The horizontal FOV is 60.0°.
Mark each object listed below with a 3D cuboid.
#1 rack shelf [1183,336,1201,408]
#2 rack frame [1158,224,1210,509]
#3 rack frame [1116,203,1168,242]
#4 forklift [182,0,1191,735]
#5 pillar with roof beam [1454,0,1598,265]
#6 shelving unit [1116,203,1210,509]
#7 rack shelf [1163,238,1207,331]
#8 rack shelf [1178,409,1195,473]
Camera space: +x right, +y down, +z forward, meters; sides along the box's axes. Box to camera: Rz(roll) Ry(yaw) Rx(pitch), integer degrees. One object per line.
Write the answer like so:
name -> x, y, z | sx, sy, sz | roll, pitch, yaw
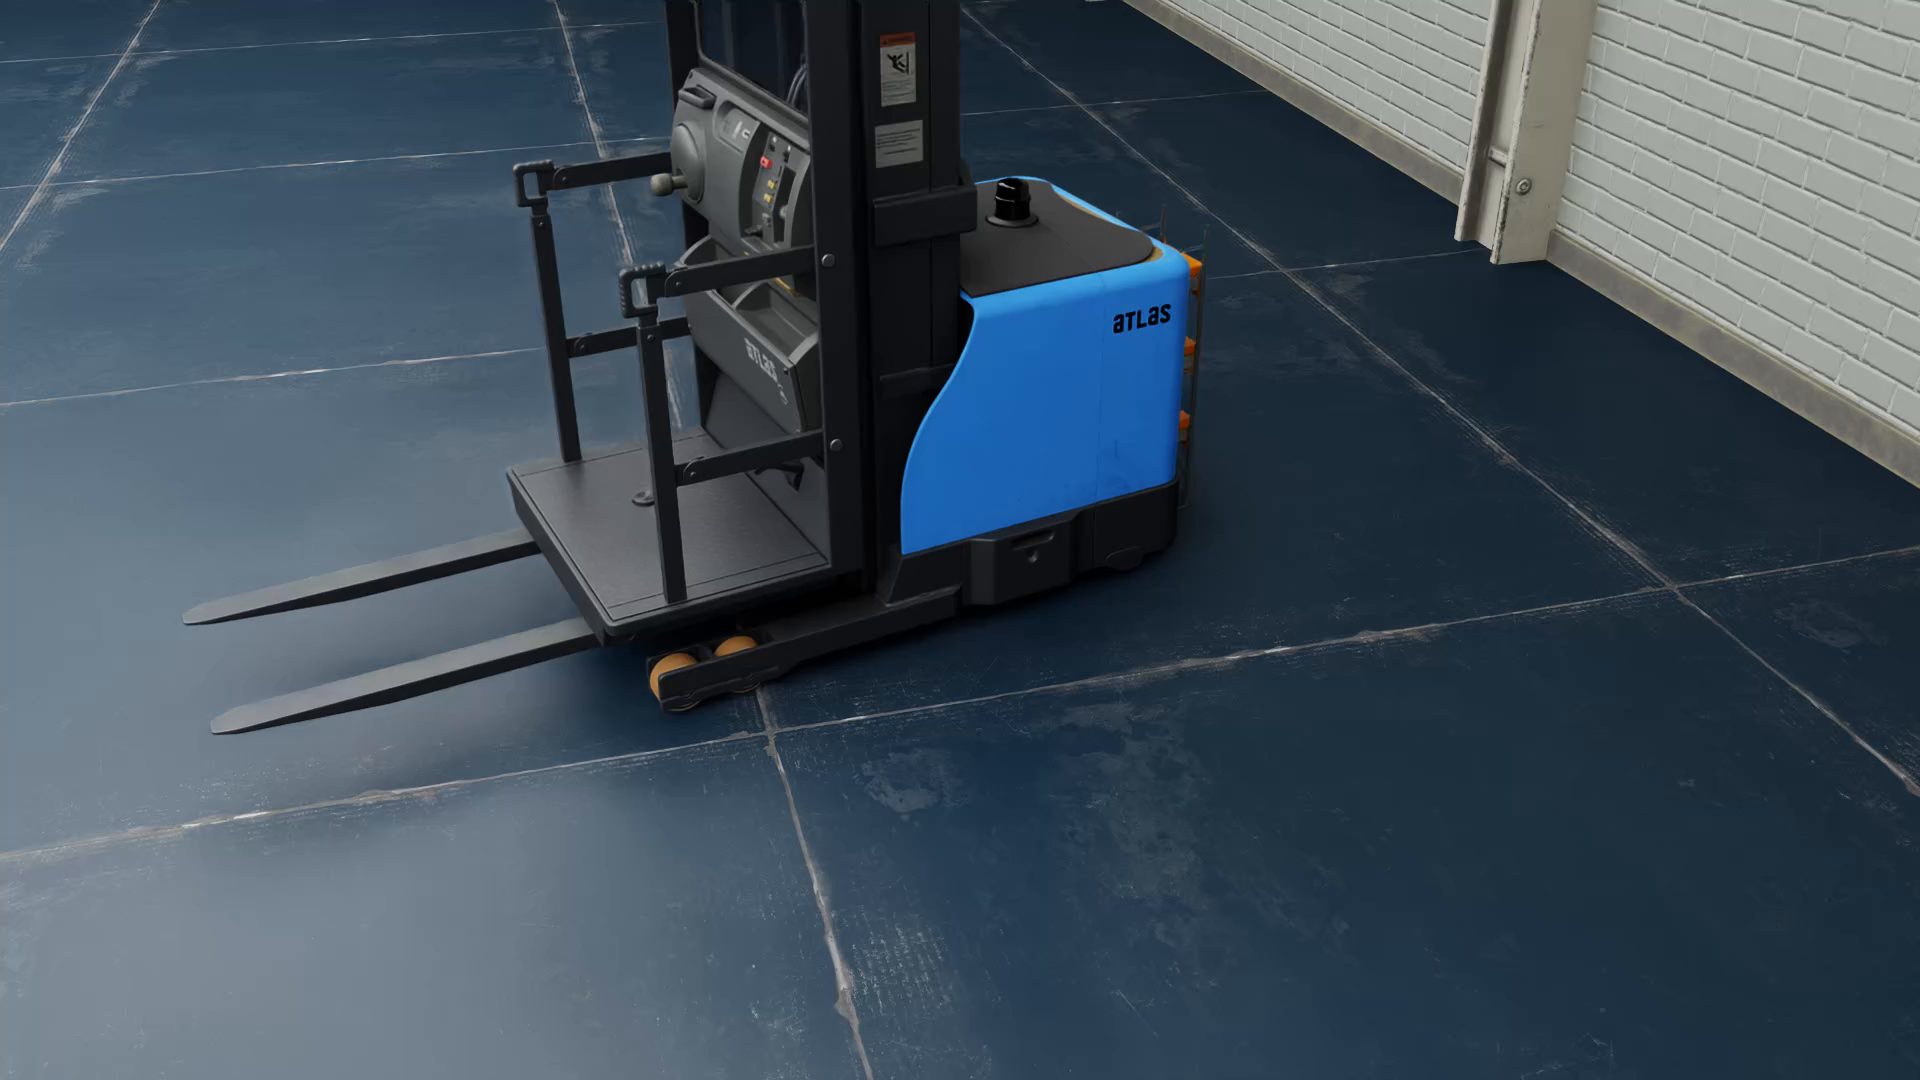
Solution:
rack shelf -> 0.670, -0.597, 5.755 | 0.215, 0.259, 0.240 | -15, 33, -24
rack frame -> 0.728, -0.553, 5.657 | 0.200, 1.050, 0.008 | -15, 33, -24
rack frame -> 0.611, -0.660, 5.842 | 0.200, 1.050, 0.008 | -15, 33, -24
forklift -> -0.814, -1.069, 4.671 | 3.031, 2.935, 1.130 | -15, 33, -24
pillar with roof beam -> -1.461, -4.773, 5.013 | 9.100, 9.000, 0.400 | -8, 31, -13
shelving unit -> 0.670, -0.607, 5.750 | 0.215, 1.050, 0.252 | -15, 33, -24
rack shelf -> 0.670, -0.843, 5.613 | 0.215, 0.259, 0.240 | -15, 33, -24
rack shelf -> 0.669, -0.357, 5.894 | 0.215, 0.259, 0.240 | -15, 33, -24
